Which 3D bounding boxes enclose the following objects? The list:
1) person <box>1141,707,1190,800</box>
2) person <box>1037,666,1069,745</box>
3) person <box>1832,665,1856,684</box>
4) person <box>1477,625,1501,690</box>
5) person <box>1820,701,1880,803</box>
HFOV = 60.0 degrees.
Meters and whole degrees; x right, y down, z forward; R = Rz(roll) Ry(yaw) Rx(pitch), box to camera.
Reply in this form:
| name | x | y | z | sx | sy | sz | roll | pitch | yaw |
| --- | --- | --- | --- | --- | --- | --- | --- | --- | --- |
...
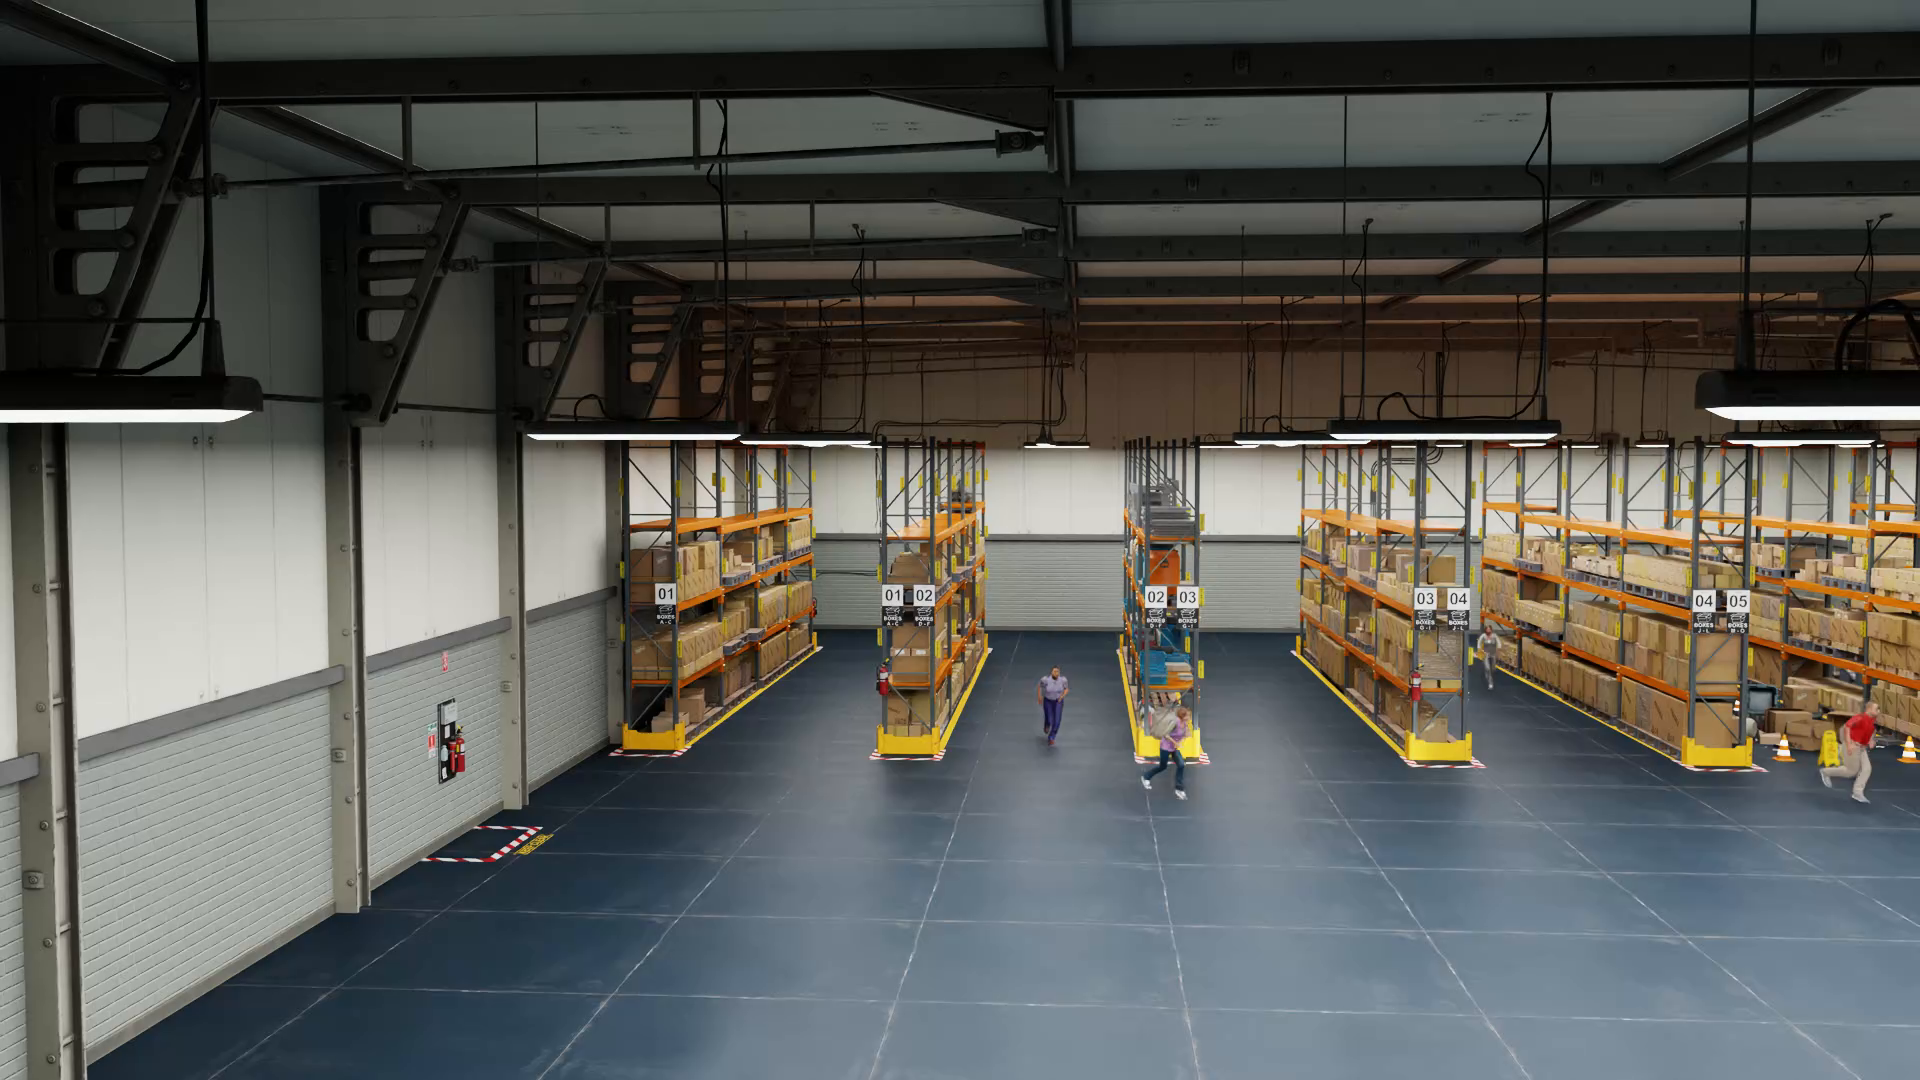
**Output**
| name | x | y | z | sx | sy | sz | roll | pitch | yaw |
| --- | --- | --- | --- | --- | --- | --- | --- | --- | --- |
| person | 3.410 | 3.503 | 27.592 | 0.921 | 1.546 | 0.577 | 2 | 4 | 36 |
| person | 1.814 | 3.220 | 32.486 | 0.598 | 1.585 | 0.700 | -1 | 3 | -11 |
| person | 21.339 | 2.687 | 40.189 | 0.670 | 1.778 | 0.991 | 0 | 3 | 4 |
| person | 12.789 | 2.818 | 40.227 | 0.568 | 1.564 | 0.664 | 1 | 3 | 9 |
| person | 14.660 | 3.456 | 27.380 | 0.664 | 1.686 | 0.882 | -3 | 4 | -42 |
